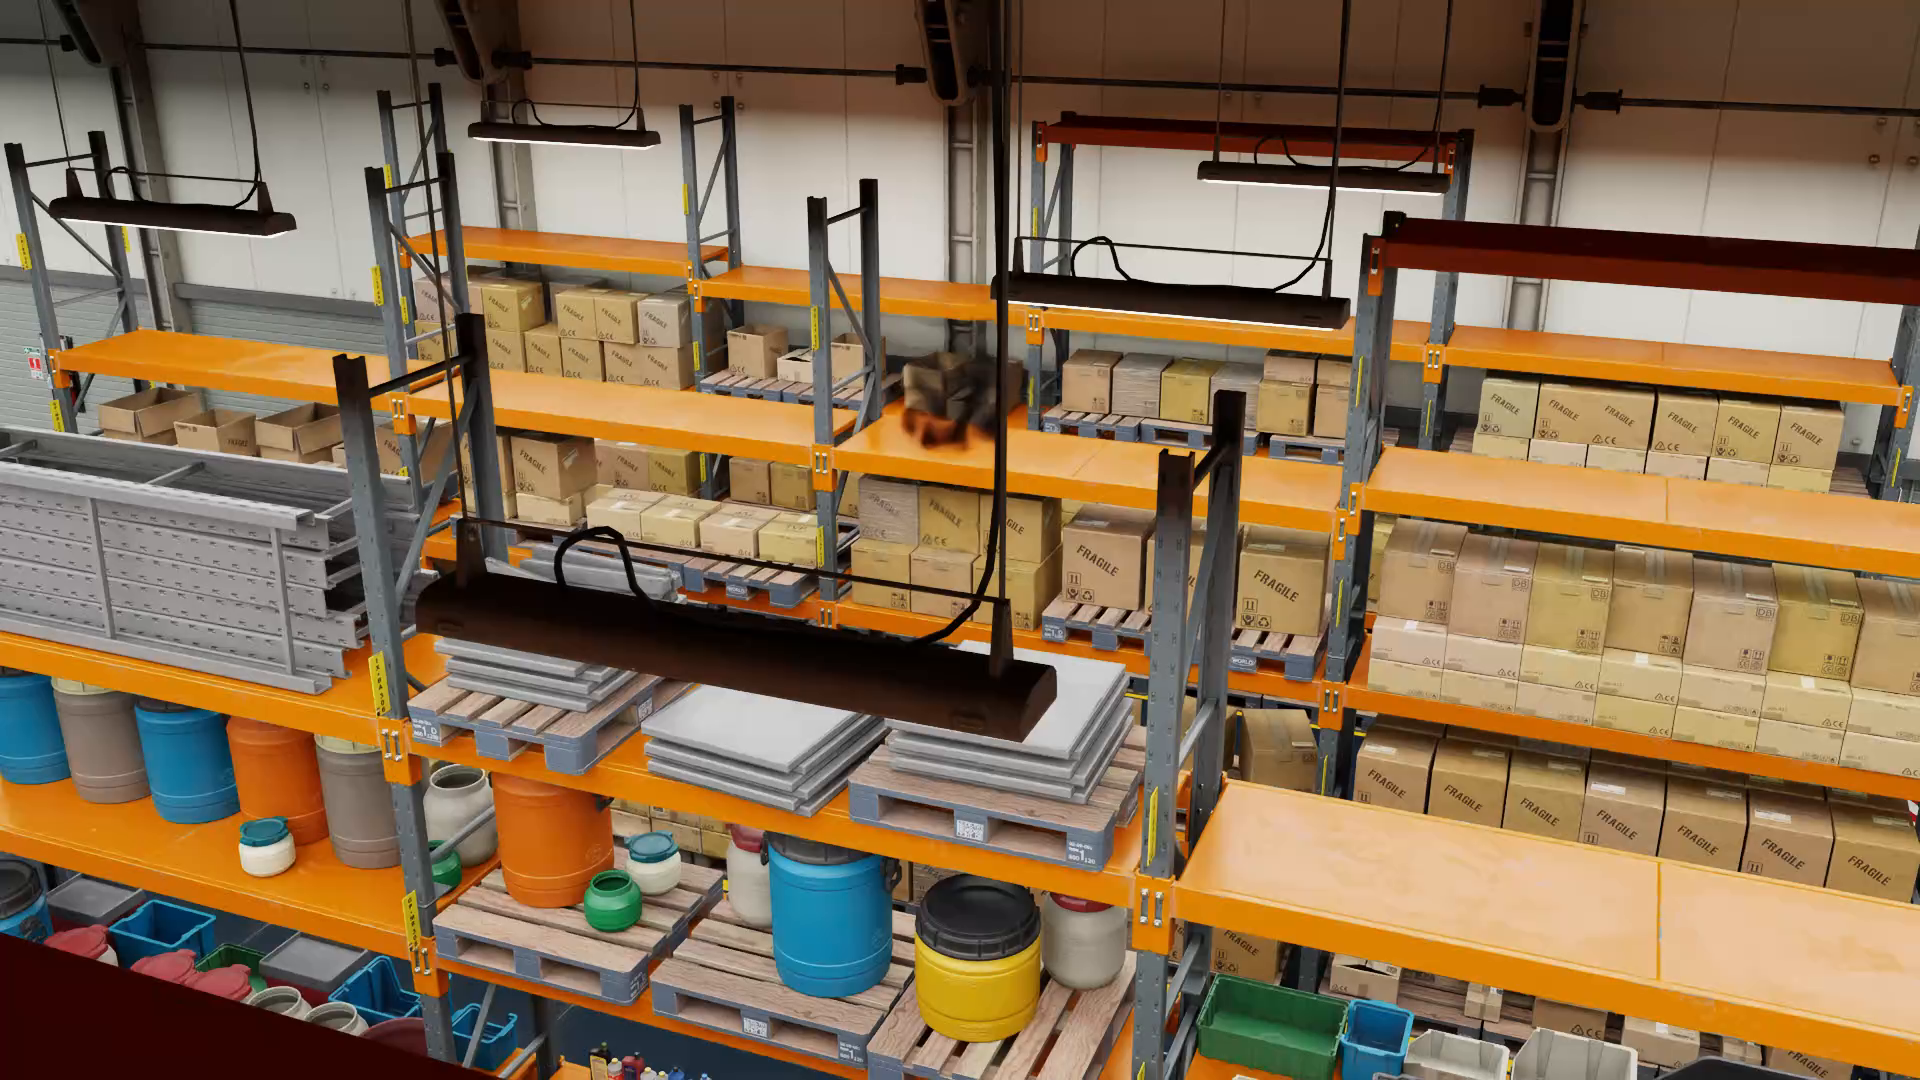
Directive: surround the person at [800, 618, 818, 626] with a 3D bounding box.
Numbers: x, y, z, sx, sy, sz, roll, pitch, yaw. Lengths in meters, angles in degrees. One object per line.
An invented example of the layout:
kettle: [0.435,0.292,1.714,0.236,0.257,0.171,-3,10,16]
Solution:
person: [-1.517,1.267,16.683,0.647,1.717,0.642,4,21,10]
